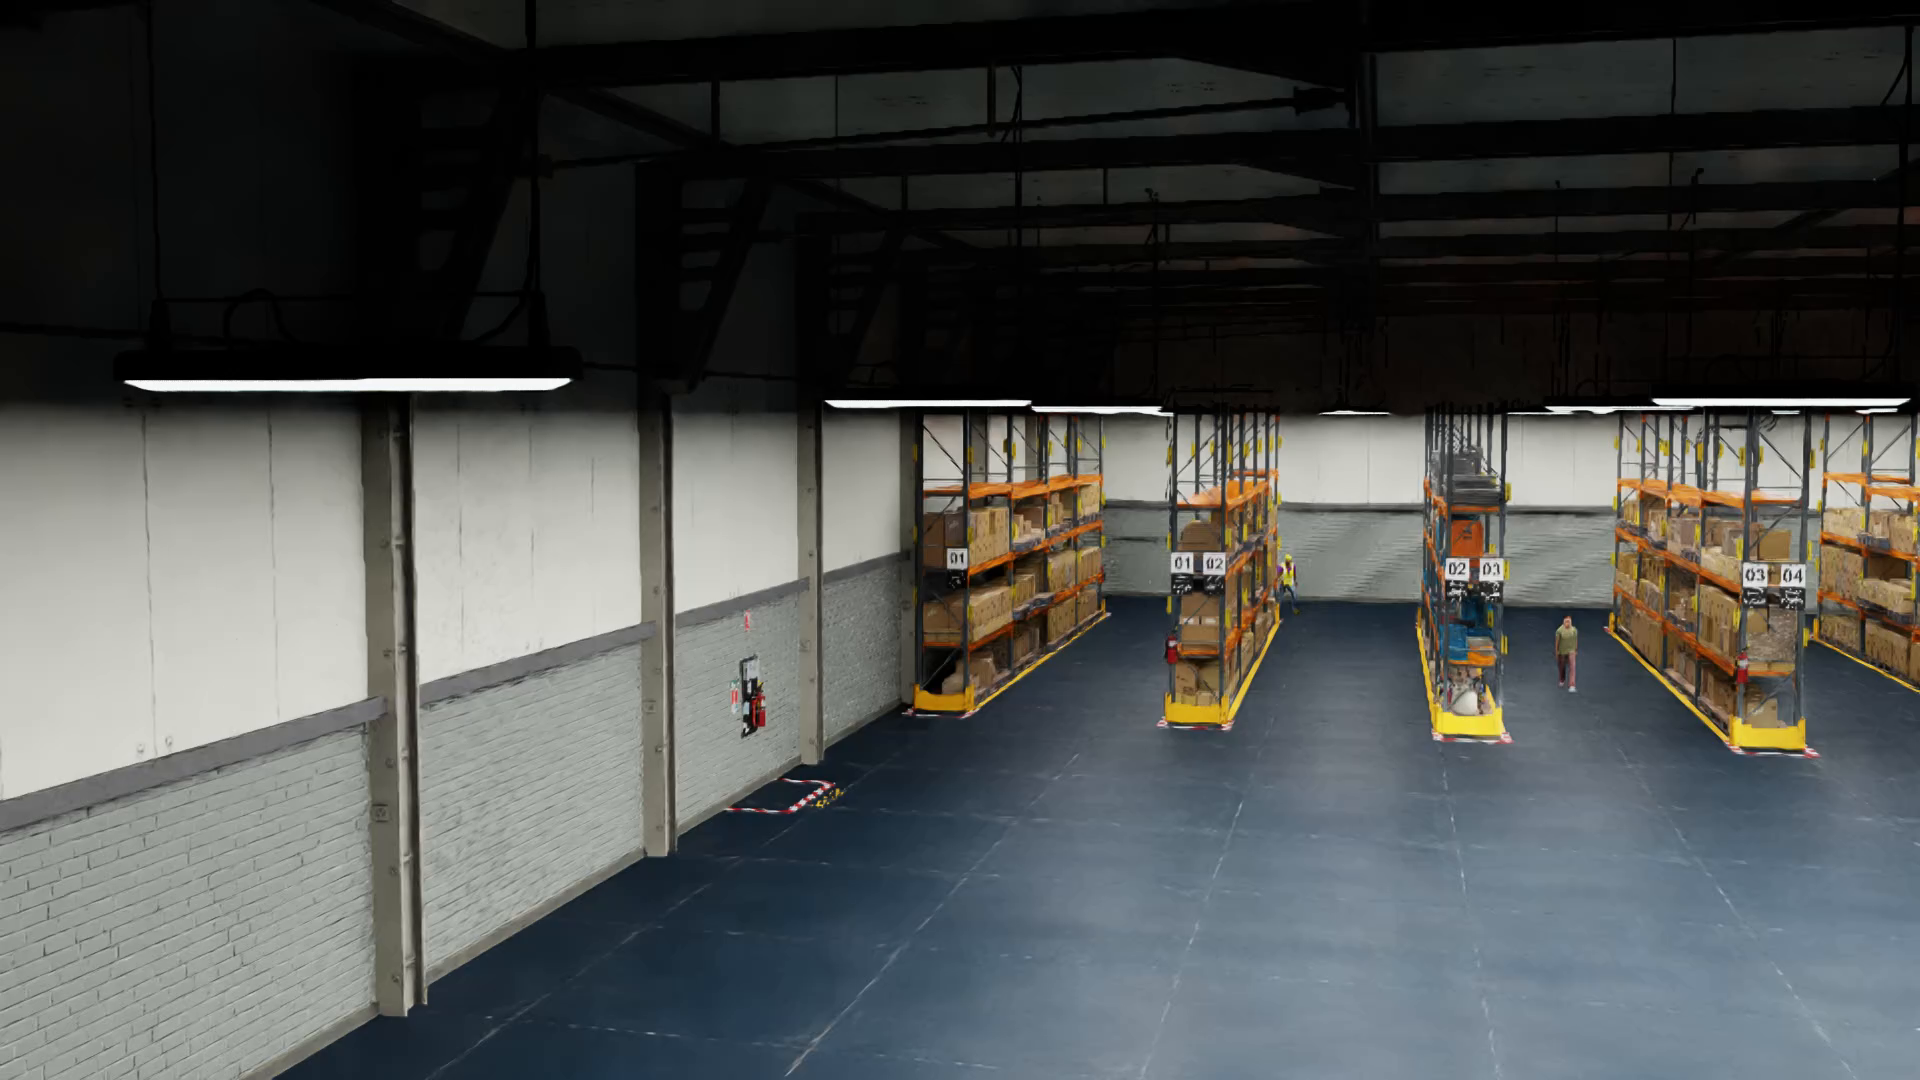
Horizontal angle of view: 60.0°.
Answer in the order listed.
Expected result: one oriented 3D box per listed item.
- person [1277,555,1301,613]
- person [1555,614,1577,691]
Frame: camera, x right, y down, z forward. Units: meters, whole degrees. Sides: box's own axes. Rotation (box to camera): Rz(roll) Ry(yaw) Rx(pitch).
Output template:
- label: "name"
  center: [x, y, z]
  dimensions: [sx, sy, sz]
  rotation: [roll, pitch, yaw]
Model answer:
- label: "person"
  center: [9.580, 1.265, 48.778]
  dimensions: [0.704, 1.701, 0.828]
  rotation: [0, 4, -4]
- label: "person"
  center: [12.706, 2.336, 34.878]
  dimensions: [0.448, 1.590, 1.109]
  rotation: [1, 4, 17]
